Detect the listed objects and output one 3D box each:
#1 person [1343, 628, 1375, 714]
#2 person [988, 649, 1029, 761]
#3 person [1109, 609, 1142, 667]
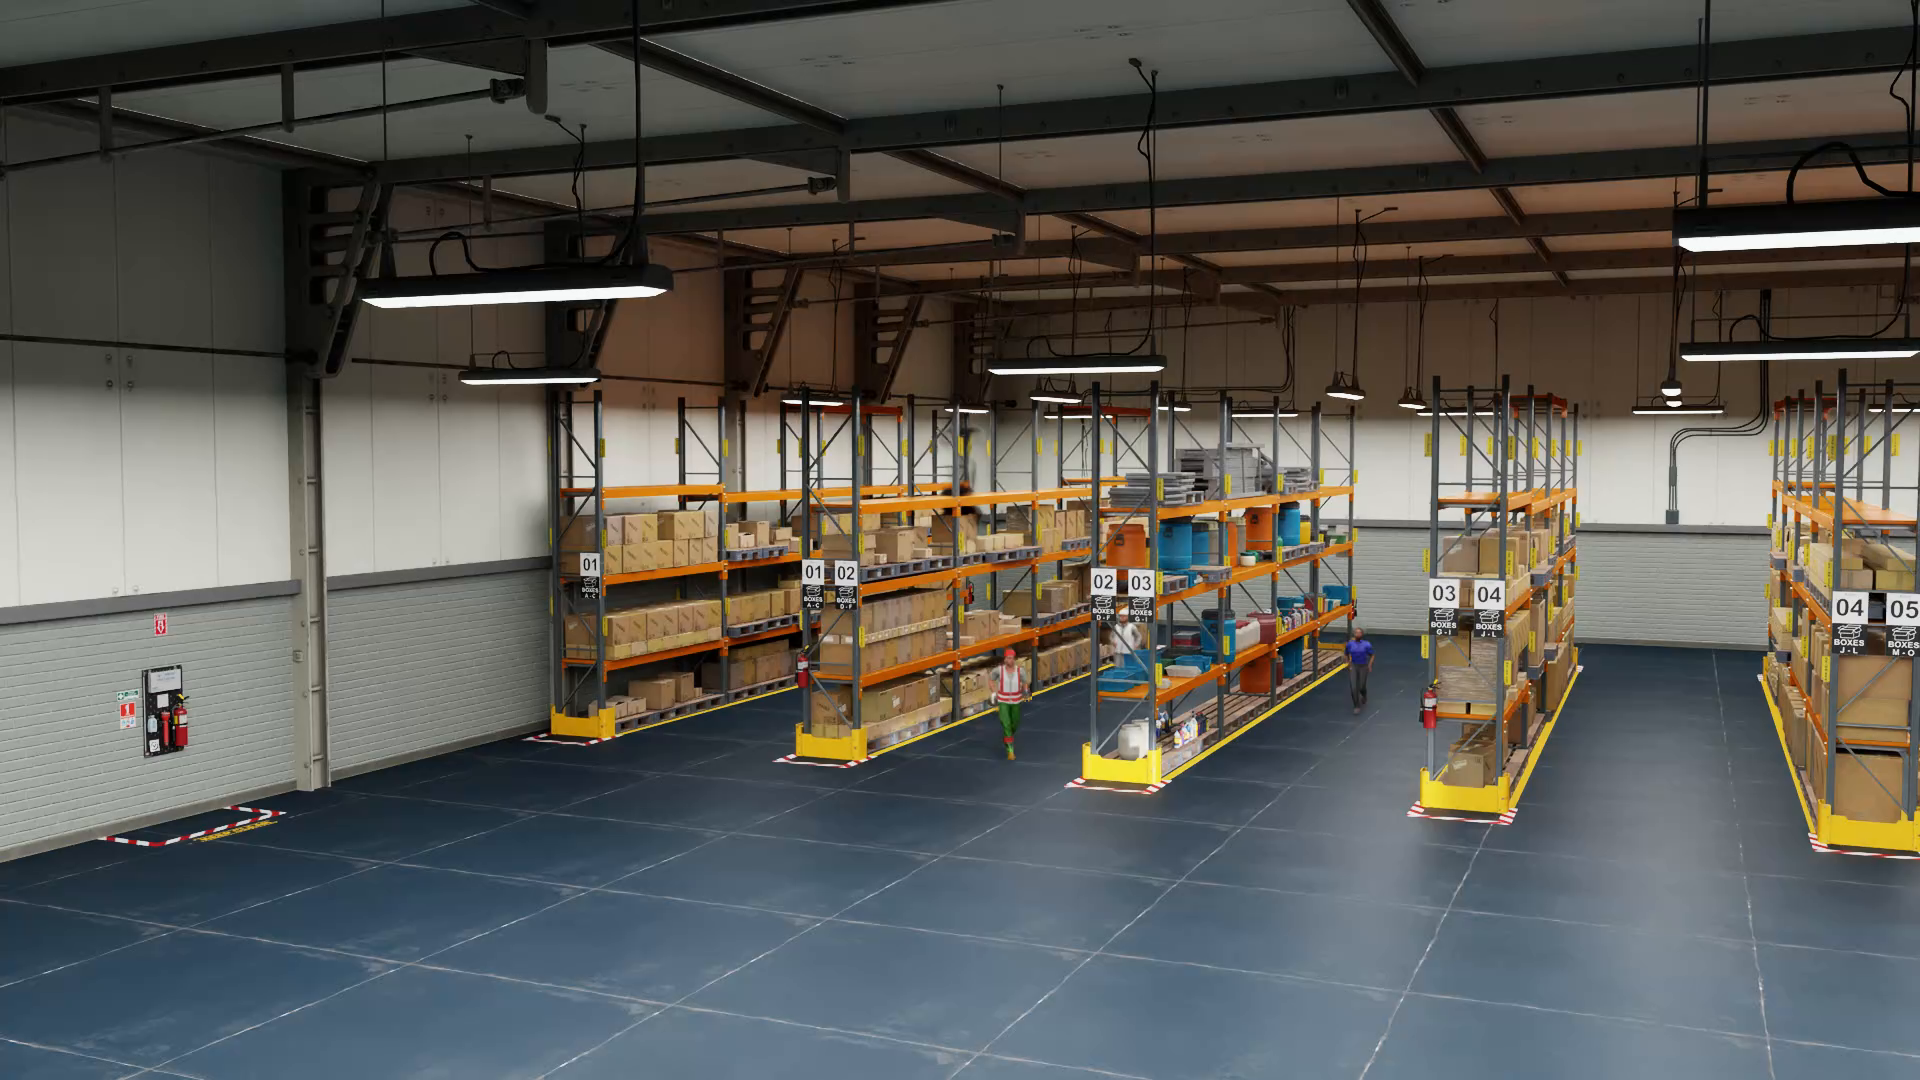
[{"bbox_3d":[7.549,2.473,31.519,0.576,1.608,0.513,1,3,20],"label":"person"},{"bbox_3d":[0.780,2.634,26.991,0.637,1.766,0.908,0,3,-8],"label":"person"},{"bbox_3d":[3.319,2.274,33.747,0.653,1.731,0.569,1,3,22],"label":"person"}]
